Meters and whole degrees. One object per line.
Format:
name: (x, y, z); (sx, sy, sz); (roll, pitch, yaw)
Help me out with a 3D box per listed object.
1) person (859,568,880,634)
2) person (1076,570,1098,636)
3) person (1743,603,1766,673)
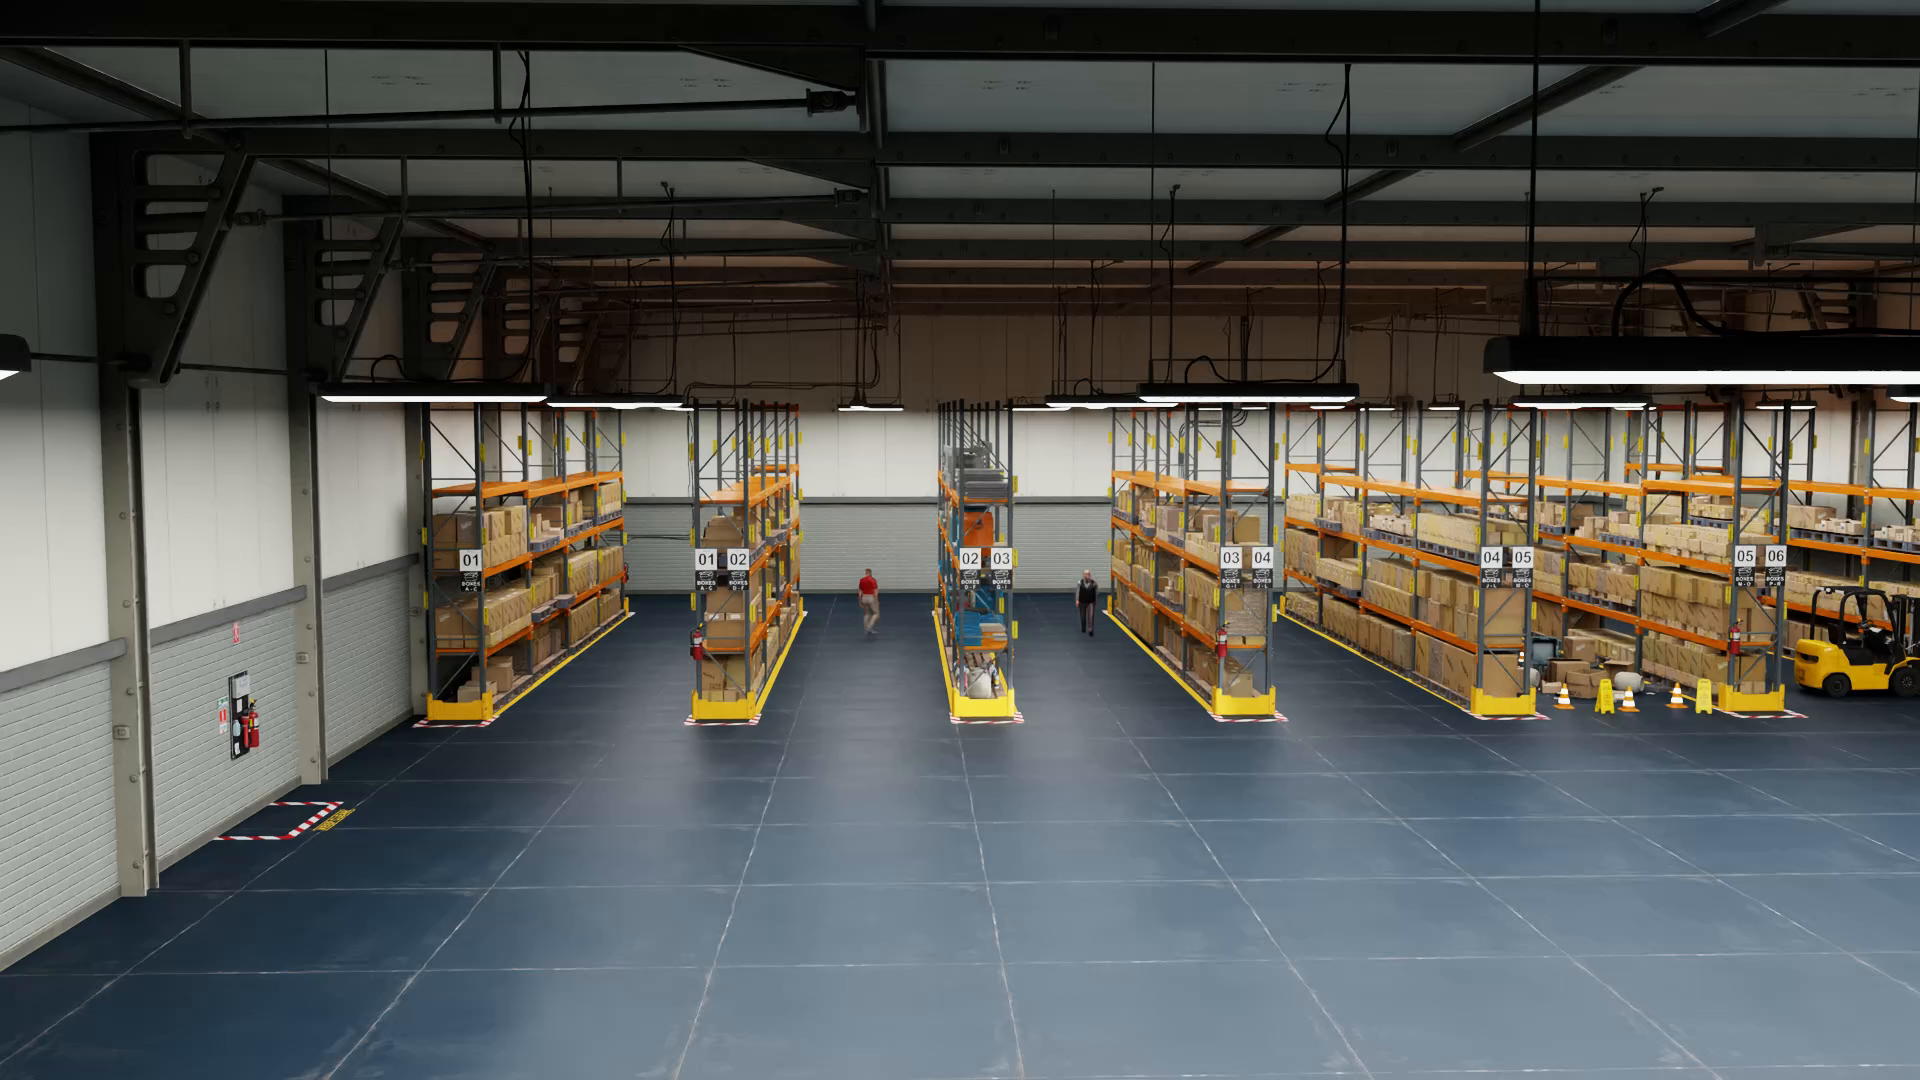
person: (-2.370, 1.592, 43.110); (0.573, 1.724, 0.528); (3, 5, 31)
person: (3.280, 1.616, 42.896); (0.597, 1.658, 1.069); (0, 4, 1)
person: (17.309, 2.150, 36.161); (0.638, 1.671, 0.785); (0, 4, -2)
